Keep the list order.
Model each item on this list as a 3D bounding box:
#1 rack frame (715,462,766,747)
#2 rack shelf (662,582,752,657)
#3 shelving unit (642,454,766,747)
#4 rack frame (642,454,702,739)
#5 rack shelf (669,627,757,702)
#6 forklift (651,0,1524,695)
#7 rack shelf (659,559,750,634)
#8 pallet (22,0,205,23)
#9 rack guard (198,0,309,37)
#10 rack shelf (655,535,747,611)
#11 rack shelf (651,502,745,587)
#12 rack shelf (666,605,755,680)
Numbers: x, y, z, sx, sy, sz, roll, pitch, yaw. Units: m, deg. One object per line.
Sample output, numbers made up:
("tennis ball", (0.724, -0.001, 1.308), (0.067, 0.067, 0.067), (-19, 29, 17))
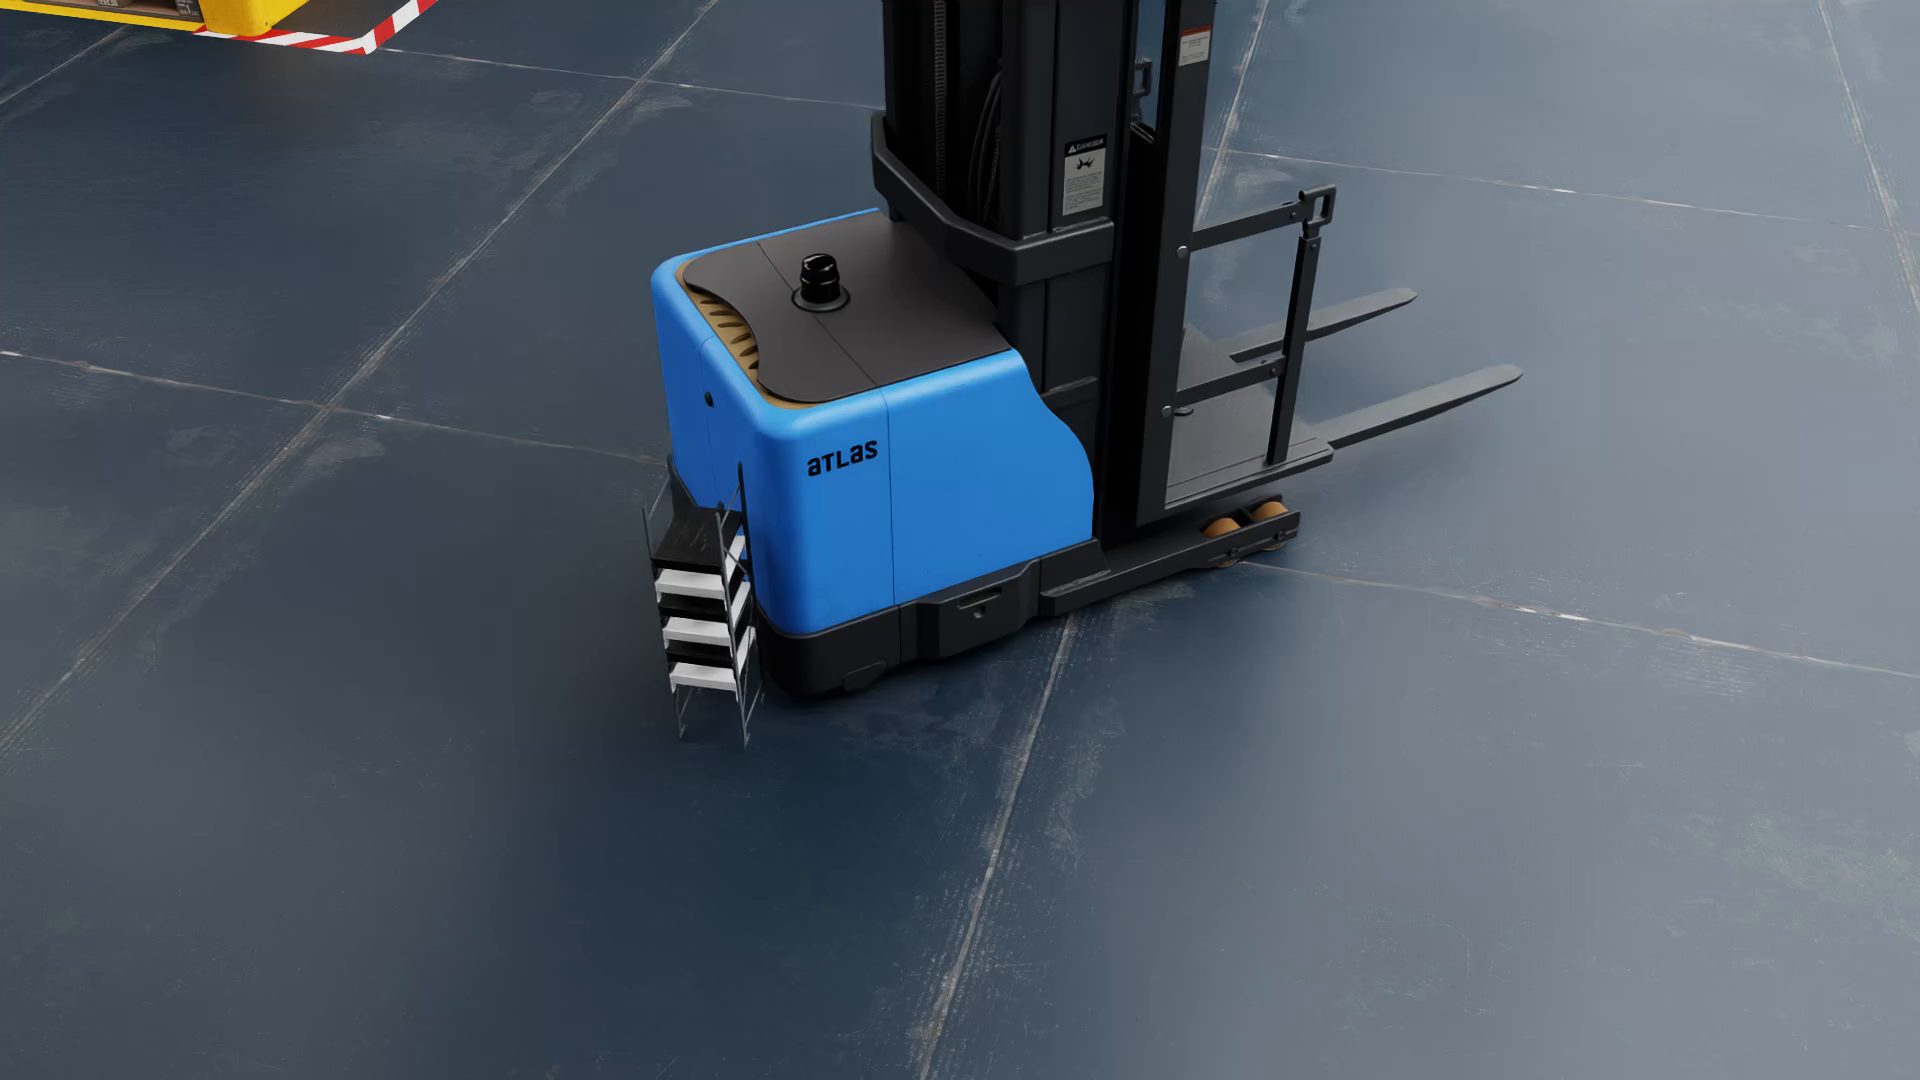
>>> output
("rack frame", (-0.629, 0.203, 4.808), (0.006, 0.900, 0.240), (6, 41, 8))
("rack shelf", (-0.729, 0.217, 4.843), (0.200, 0.077, 0.258), (6, 41, 8))
("shelving unit", (-0.729, 0.192, 4.821), (0.210, 0.900, 0.258), (6, 41, 8))
("rack frame", (-0.829, 0.181, 4.835), (0.006, 0.900, 0.240), (6, 41, 8))
("rack shelf", (-0.729, 0.355, 4.959), (0.200, 0.077, 0.258), (6, 41, 8))
("forklift", (0.586, -1.314, 5.036), (3.031, 2.935, 1.130), (-18, 43, -21))
("rack shelf", (-0.729, 0.149, 4.785), (0.200, 0.077, 0.258), (6, 41, 8))
("pallet", (-4.589, -3.321, 9.541), (1.213, 0.211, 1.003), (10, 41, 11))
("rack guard", (-3.806, -3.294, 9.283), (0.348, 0.500, 1.175), (10, 41, 11))
("rack shelf", (-0.729, 0.080, 4.727), (0.200, 0.077, 0.258), (6, 41, 8))
("rack shelf", (-0.729, 0.011, 4.669), (0.200, 0.077, 0.258), (6, 41, 8))
("rack shelf", (-0.729, 0.286, 4.901), (0.200, 0.077, 0.258), (6, 41, 8))
